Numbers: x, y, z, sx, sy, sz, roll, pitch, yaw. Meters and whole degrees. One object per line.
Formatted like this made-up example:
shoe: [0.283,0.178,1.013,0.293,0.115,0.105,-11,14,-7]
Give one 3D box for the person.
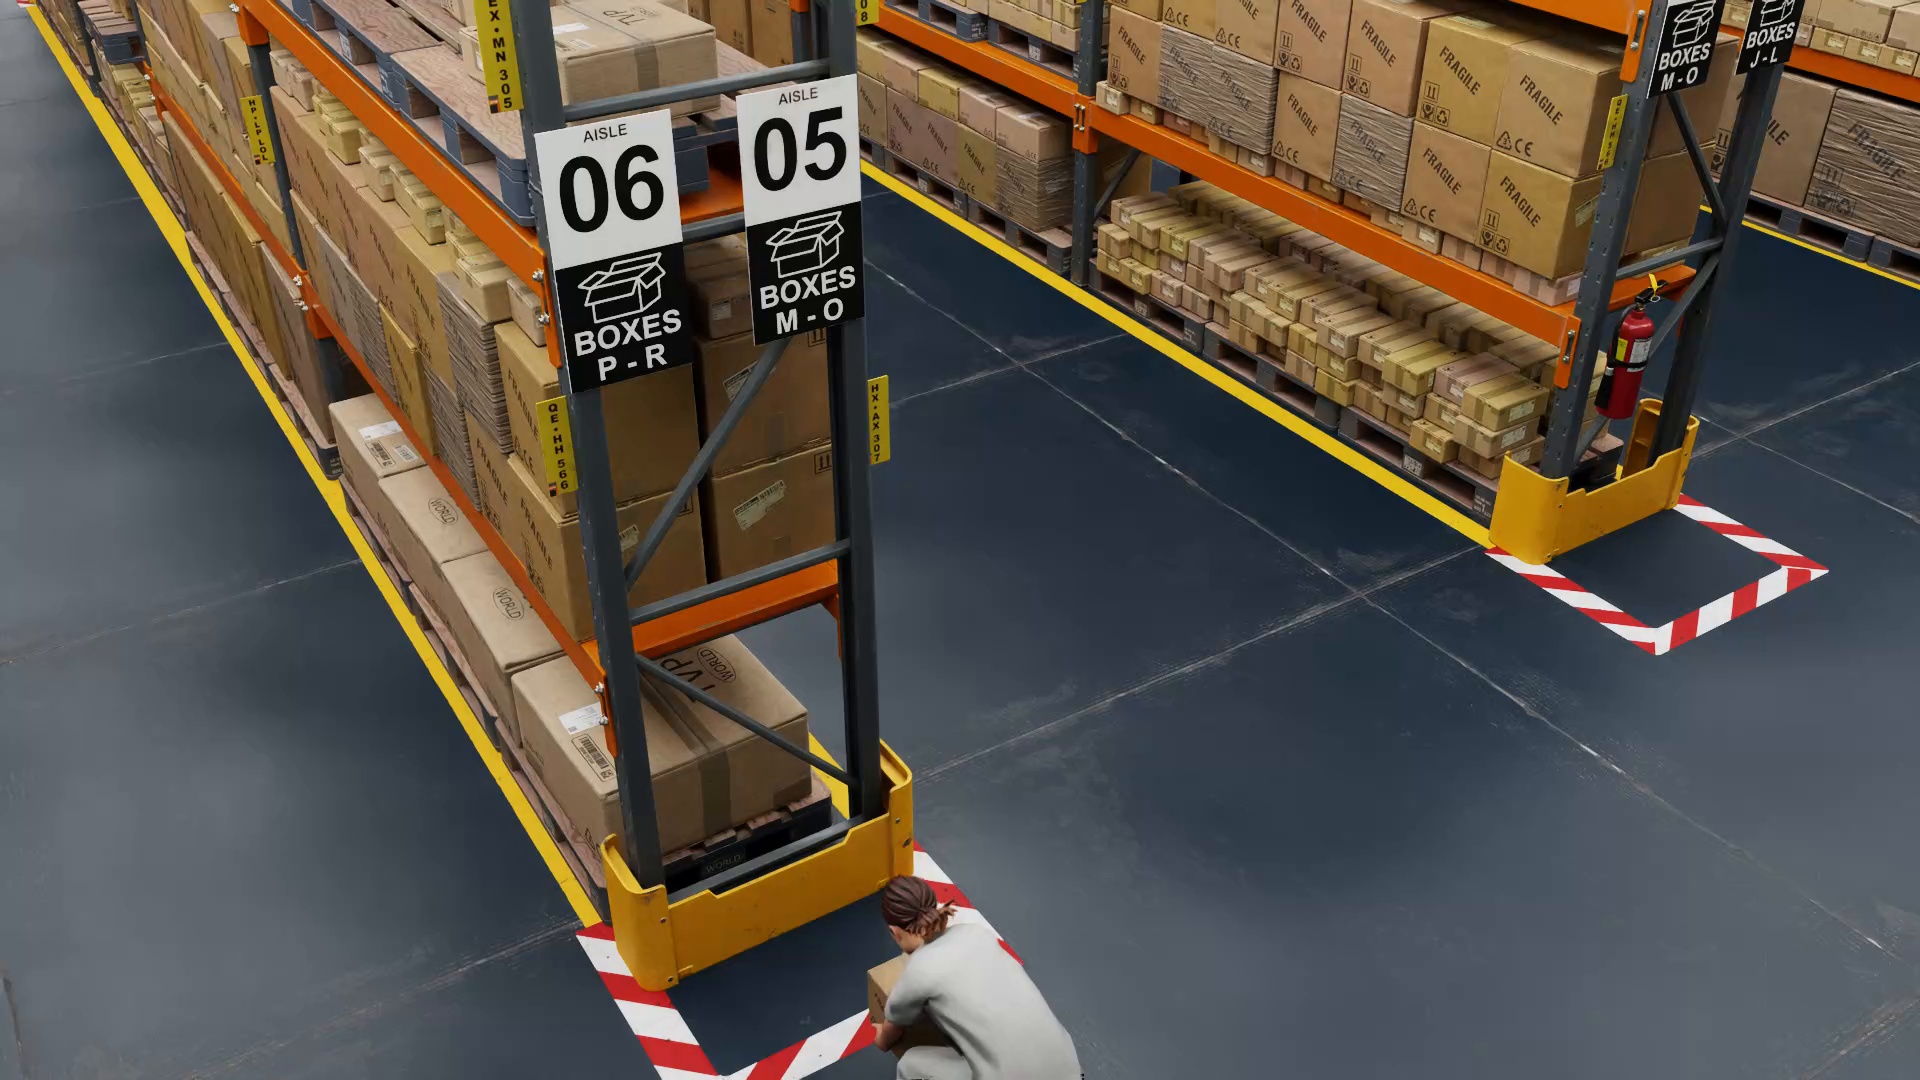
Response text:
person: [0.030,1.609,5.320,0.469,0.938,0.843,-20,38,-29]
